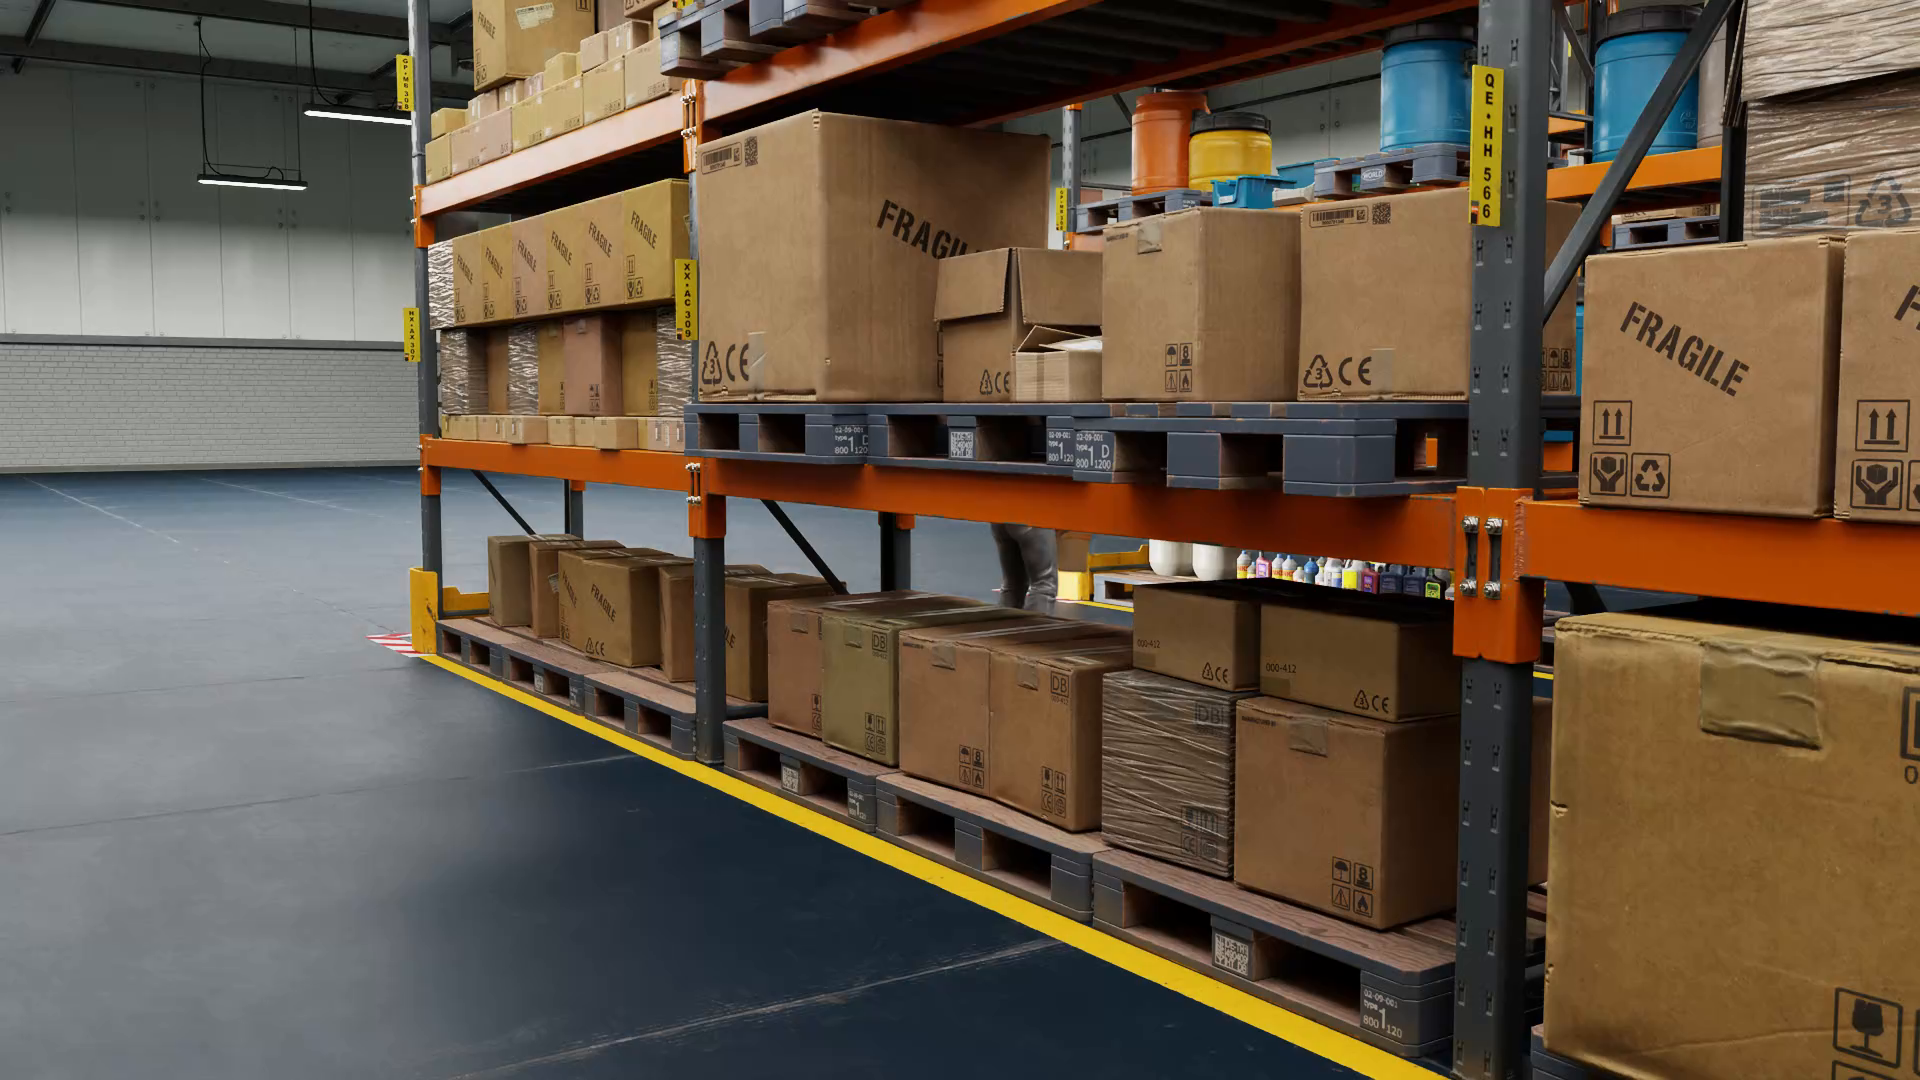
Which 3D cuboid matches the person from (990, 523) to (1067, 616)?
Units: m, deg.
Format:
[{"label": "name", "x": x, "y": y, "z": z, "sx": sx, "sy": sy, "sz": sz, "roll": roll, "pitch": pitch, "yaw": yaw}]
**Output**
[{"label": "person", "x": 0.365, "y": -0.162, "z": 9.610, "sx": 0.434, "sy": 1.778, "sz": 0.553, "roll": -3, "pitch": 6, "yaw": -35}]
